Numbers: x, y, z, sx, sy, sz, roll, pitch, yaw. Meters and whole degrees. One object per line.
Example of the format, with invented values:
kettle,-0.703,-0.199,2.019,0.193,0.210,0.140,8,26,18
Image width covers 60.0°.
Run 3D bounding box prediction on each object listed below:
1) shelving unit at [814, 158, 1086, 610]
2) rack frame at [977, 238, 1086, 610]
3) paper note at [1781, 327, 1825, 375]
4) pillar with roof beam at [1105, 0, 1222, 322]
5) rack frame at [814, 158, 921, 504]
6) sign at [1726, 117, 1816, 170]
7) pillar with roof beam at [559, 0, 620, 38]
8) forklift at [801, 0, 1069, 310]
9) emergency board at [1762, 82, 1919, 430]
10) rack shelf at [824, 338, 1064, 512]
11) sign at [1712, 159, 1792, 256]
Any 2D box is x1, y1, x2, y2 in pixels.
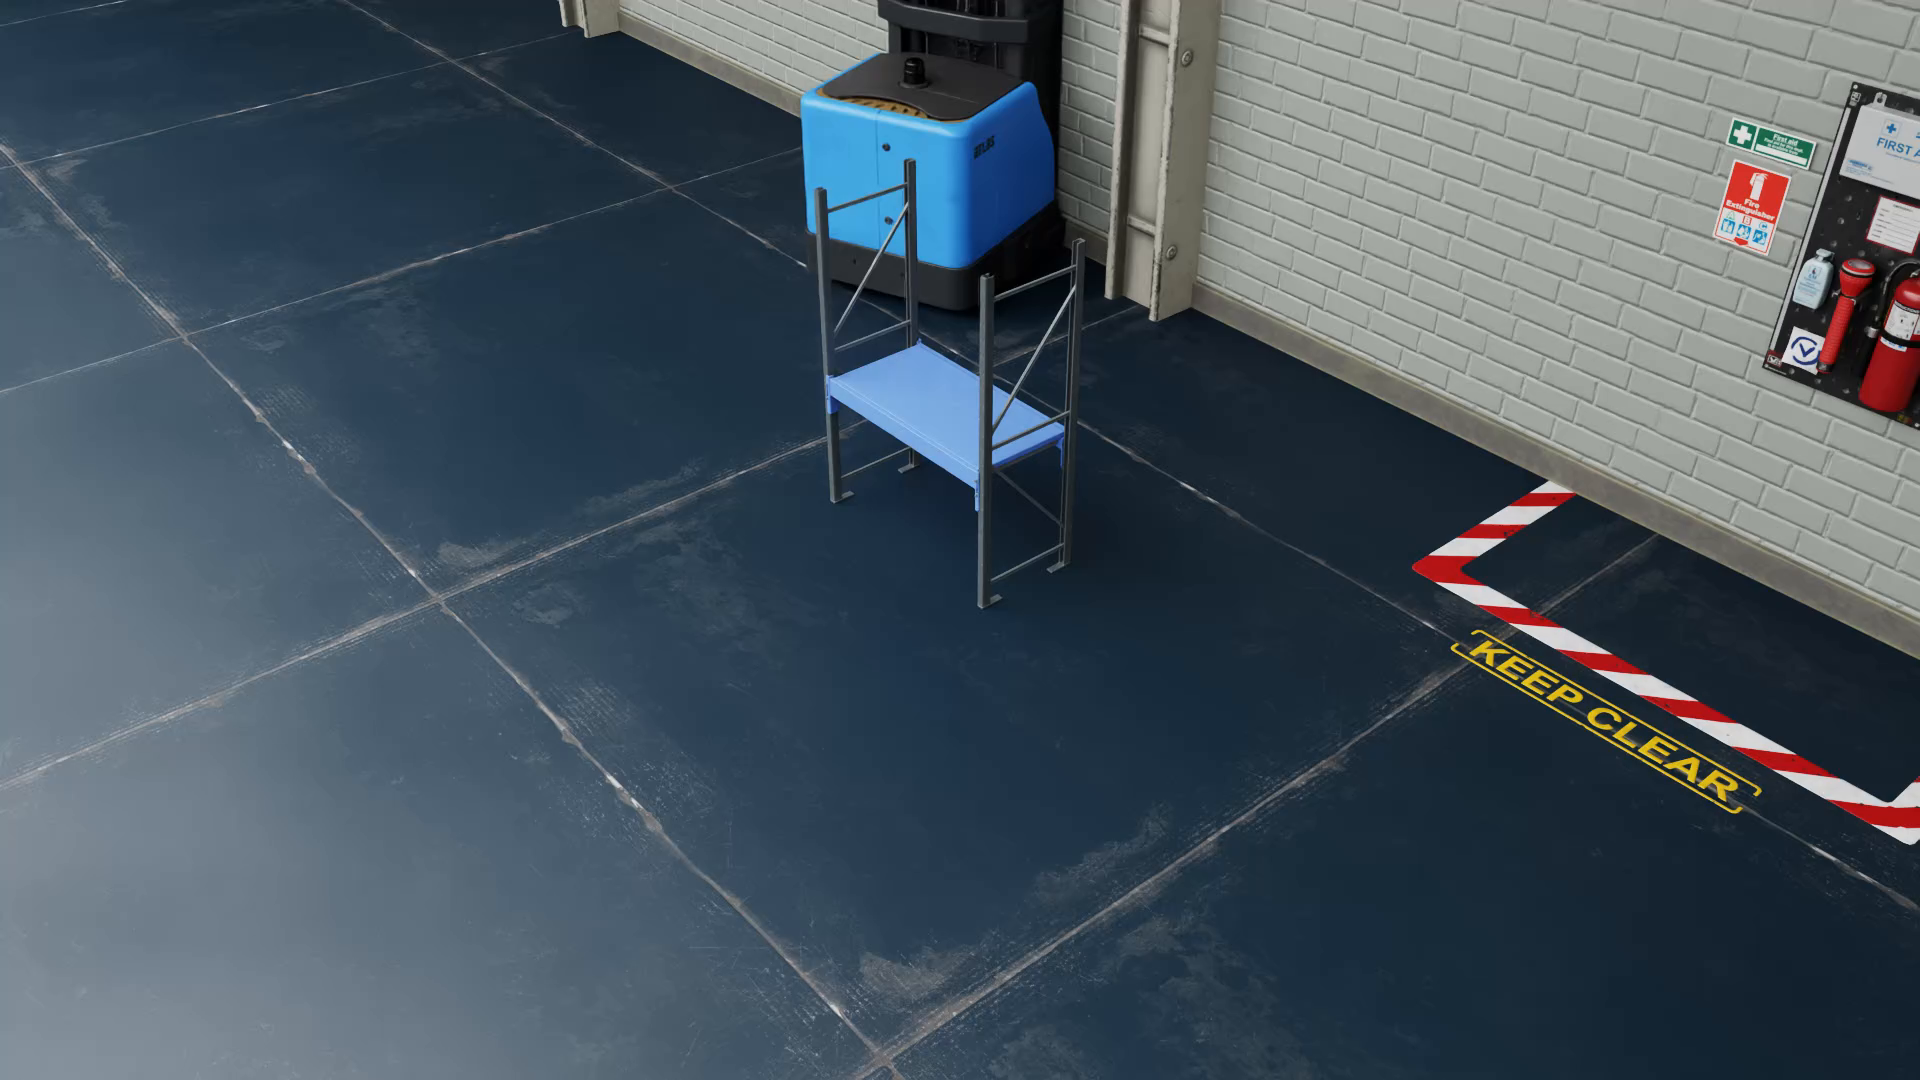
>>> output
shelving unit,-0.055,-0.650,6.870,0.538,1.500,1.048,-26,43,-32
rack frame,0.273,-0.425,6.553,0.500,1.500,0.032,-26,43,-32
paper note,3.281,-0.735,6.455,0.016,0.148,0.142,-26,43,-32
pillar with roof beam,-2.253,-3.377,4.232,9.100,9.000,0.400,-26,43,-32
rack frame,-0.383,-0.874,7.187,0.500,1.500,0.032,-26,43,-32
sign,3.060,-1.499,6.281,0.001,0.109,0.331,-26,43,-32
pillar with roof beam,-6.125,-6.026,7.973,9.100,9.000,0.400,-26,43,-32
forklift,0.314,-3.247,9.299,1.130,2.935,3.031,18,39,24
emergency board,3.342,-0.991,6.053,0.194,1.169,0.643,-26,43,-32
rack shelf,-0.055,-0.503,6.974,0.538,0.185,1.000,-26,43,-32
sign,3.064,-1.288,6.442,0.001,0.329,0.234,-26,43,-32
